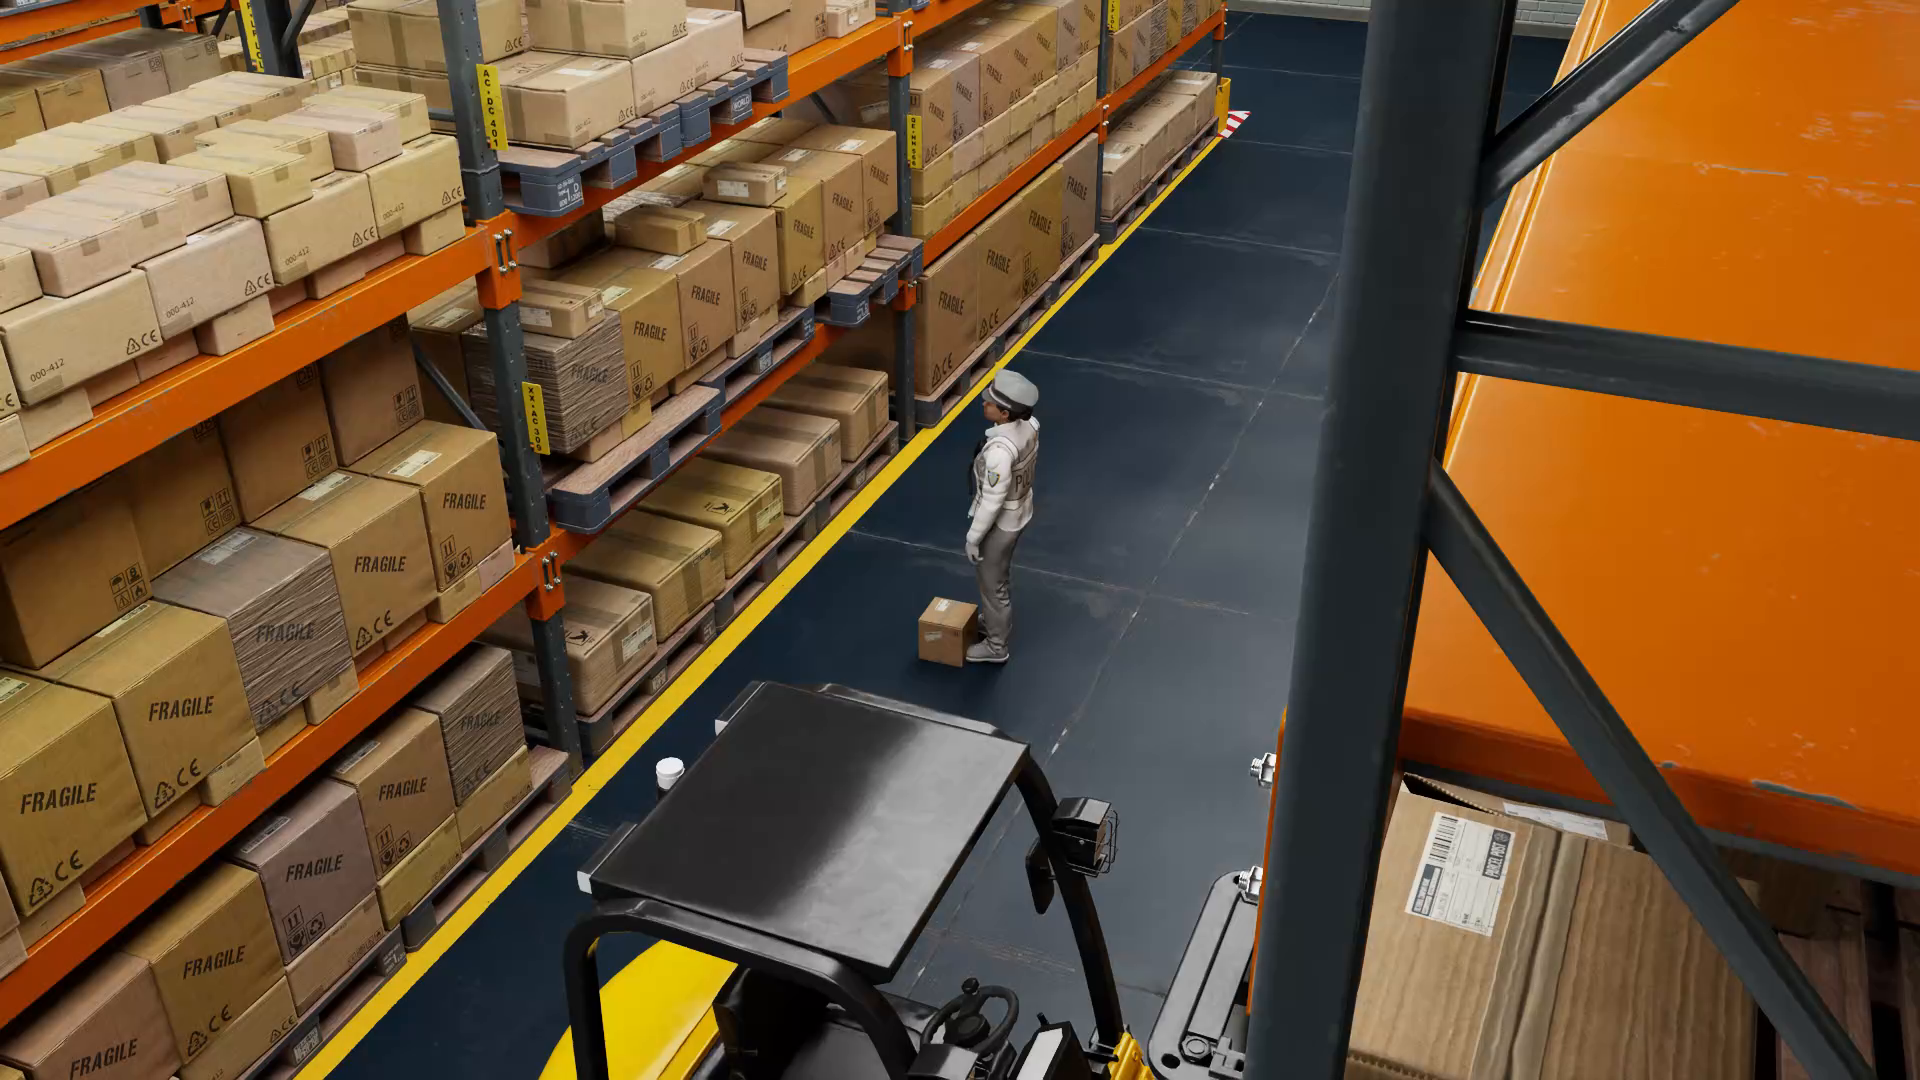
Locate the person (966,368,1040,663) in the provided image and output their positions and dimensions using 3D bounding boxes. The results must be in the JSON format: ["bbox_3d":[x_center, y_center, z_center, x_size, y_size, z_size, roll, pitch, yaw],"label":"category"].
[{"bbox_3d":[0.141,-0.113,8.536,0.533,1.697,0.588,11,32,19],"label":"person"}]
